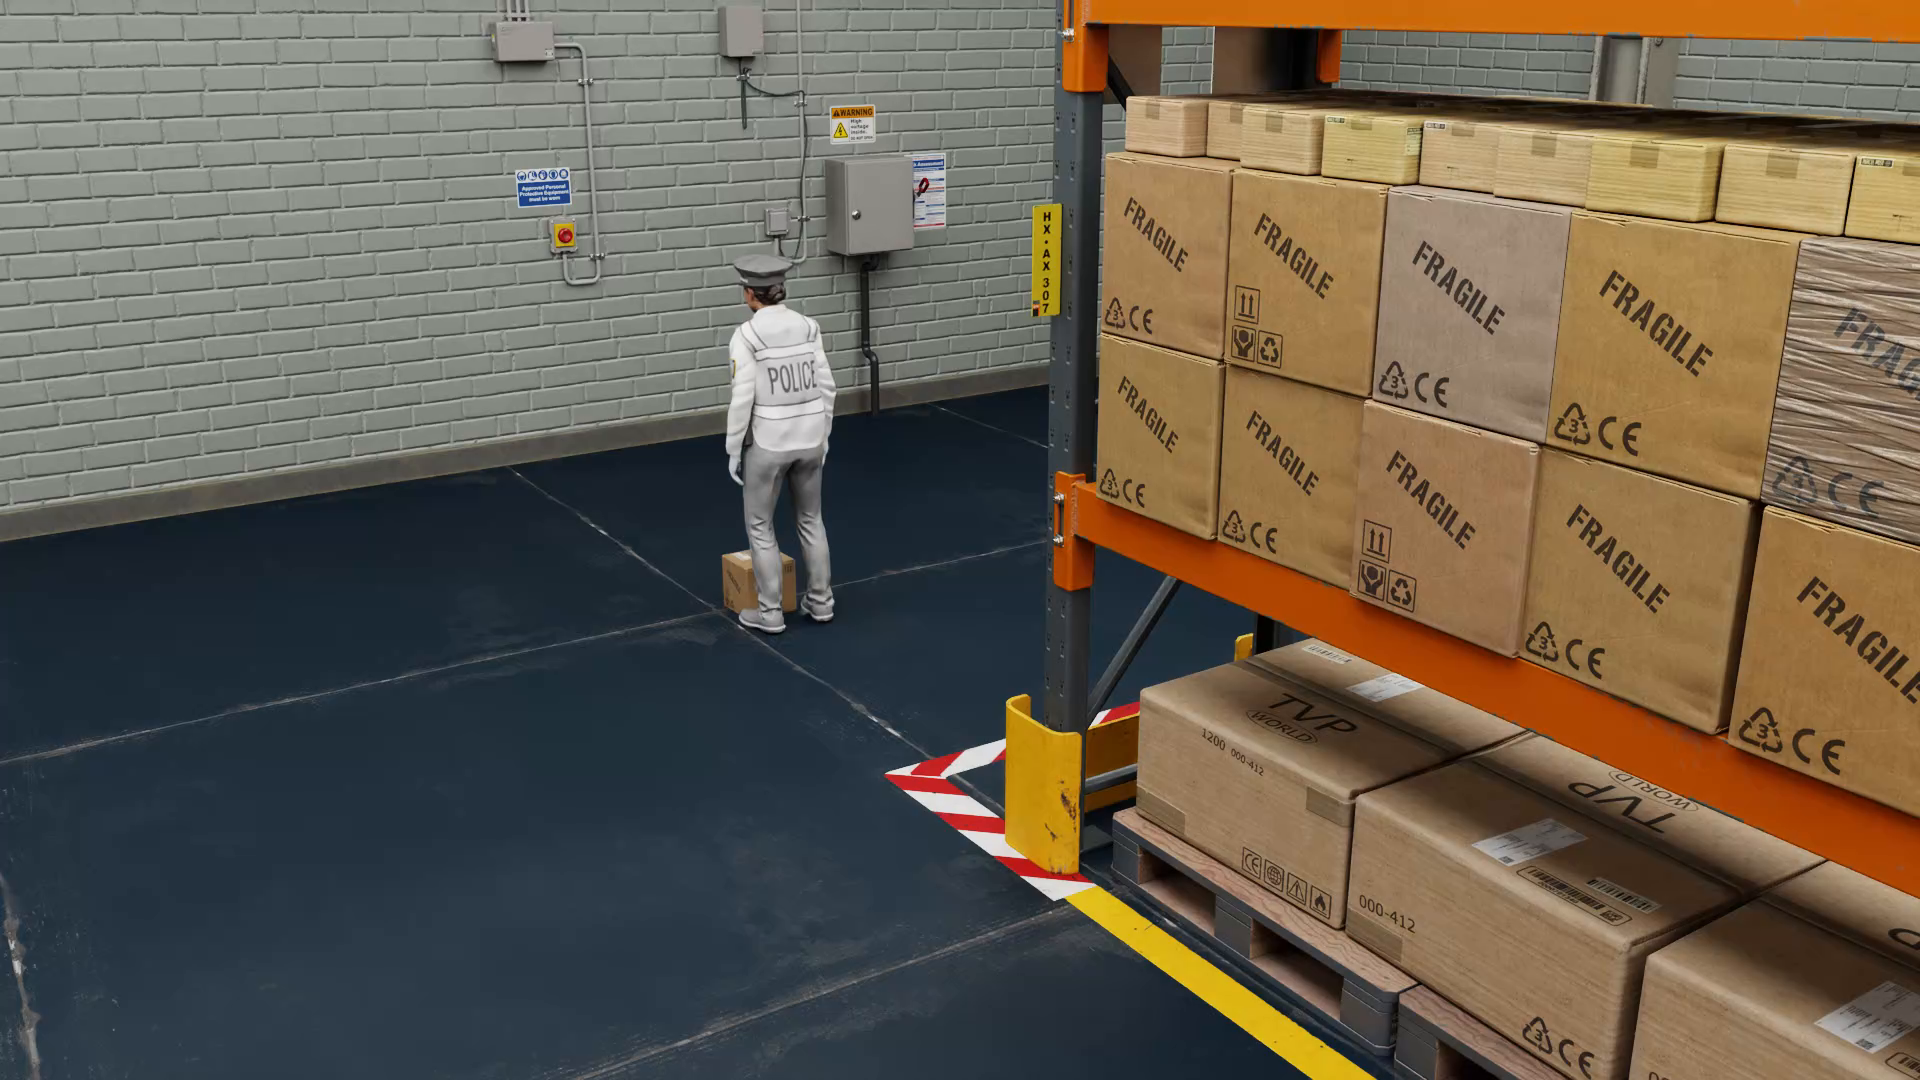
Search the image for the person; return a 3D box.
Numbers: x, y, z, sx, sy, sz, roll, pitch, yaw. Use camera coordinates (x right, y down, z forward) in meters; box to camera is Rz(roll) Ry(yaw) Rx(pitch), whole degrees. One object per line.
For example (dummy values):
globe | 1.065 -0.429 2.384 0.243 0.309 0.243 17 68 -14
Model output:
person | -0.792 -0.410 7.299 0.530 1.662 0.376 -13 22 -34
